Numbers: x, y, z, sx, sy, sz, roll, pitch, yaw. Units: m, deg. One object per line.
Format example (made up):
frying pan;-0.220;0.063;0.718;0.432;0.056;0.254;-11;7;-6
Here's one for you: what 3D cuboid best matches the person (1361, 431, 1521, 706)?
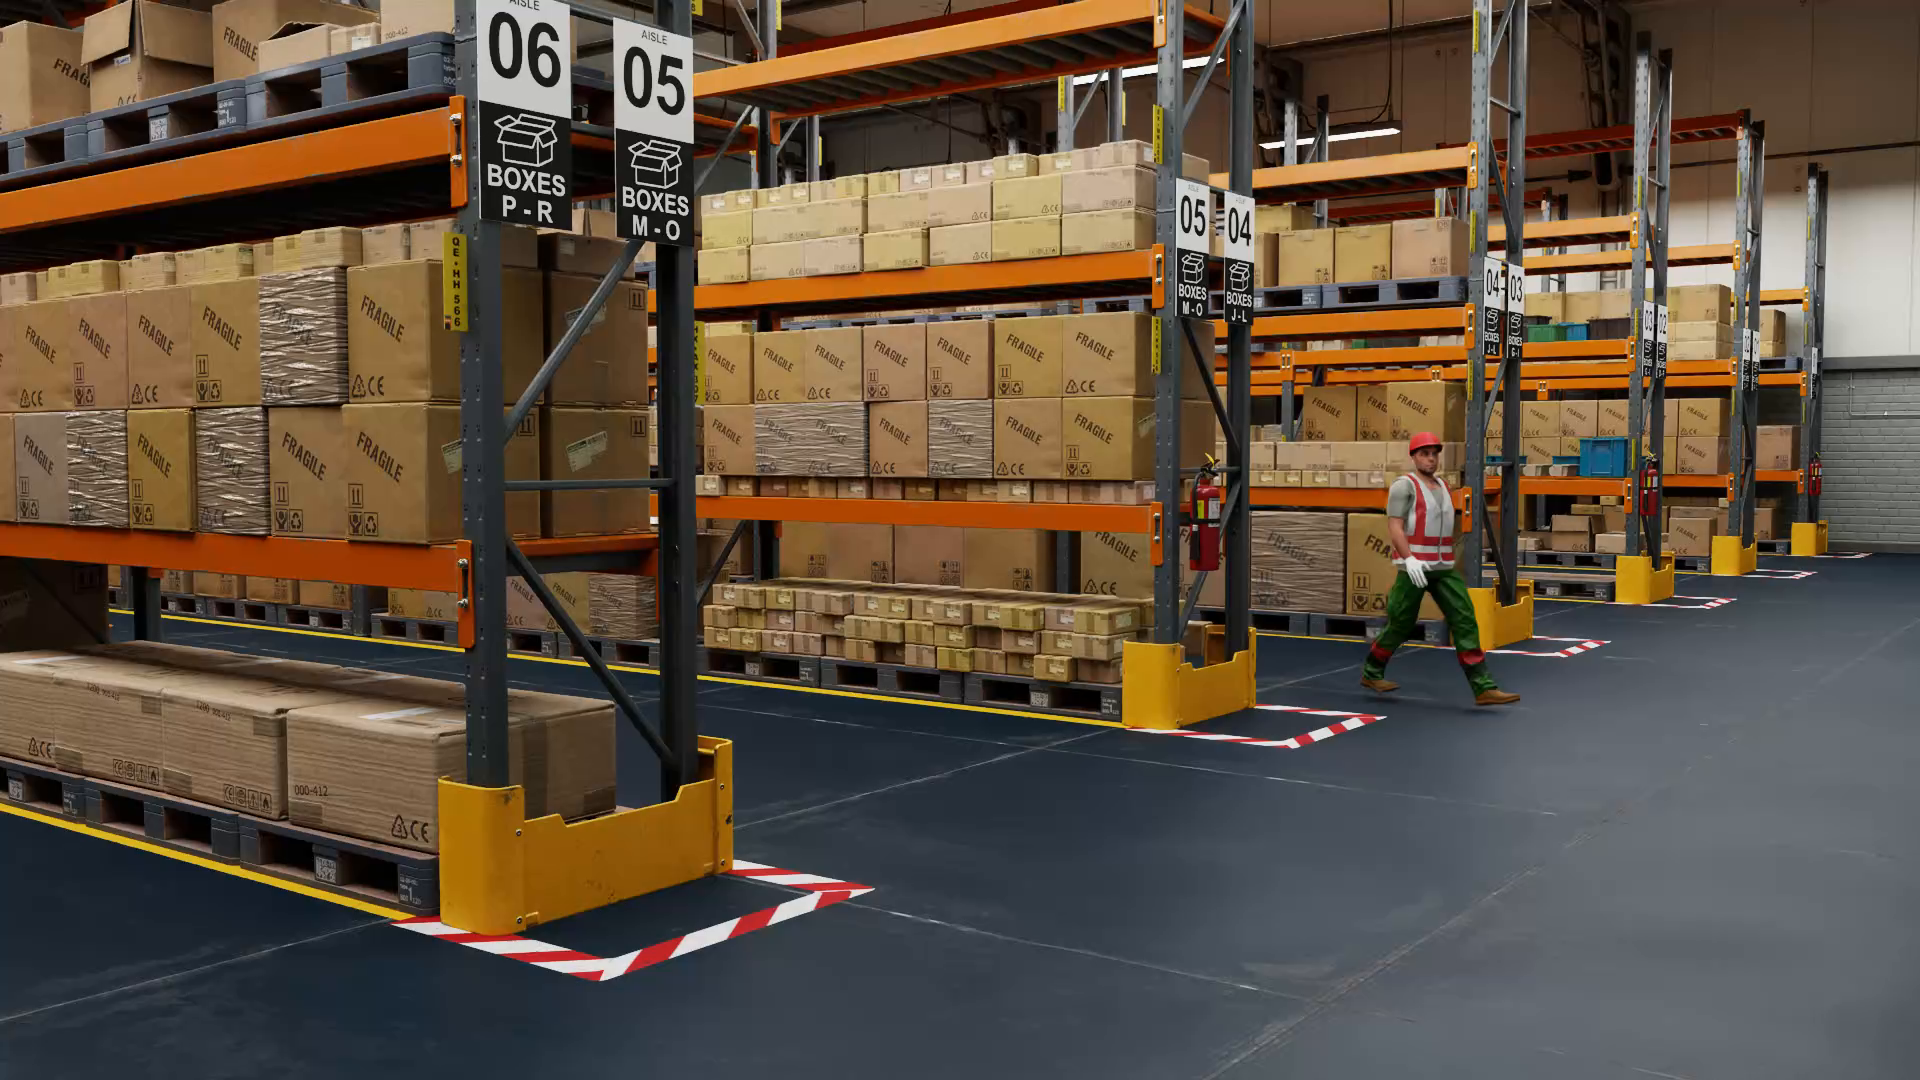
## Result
person;2.993;0.173;10.541;0.580;1.729;1.061;-2;4;-27
